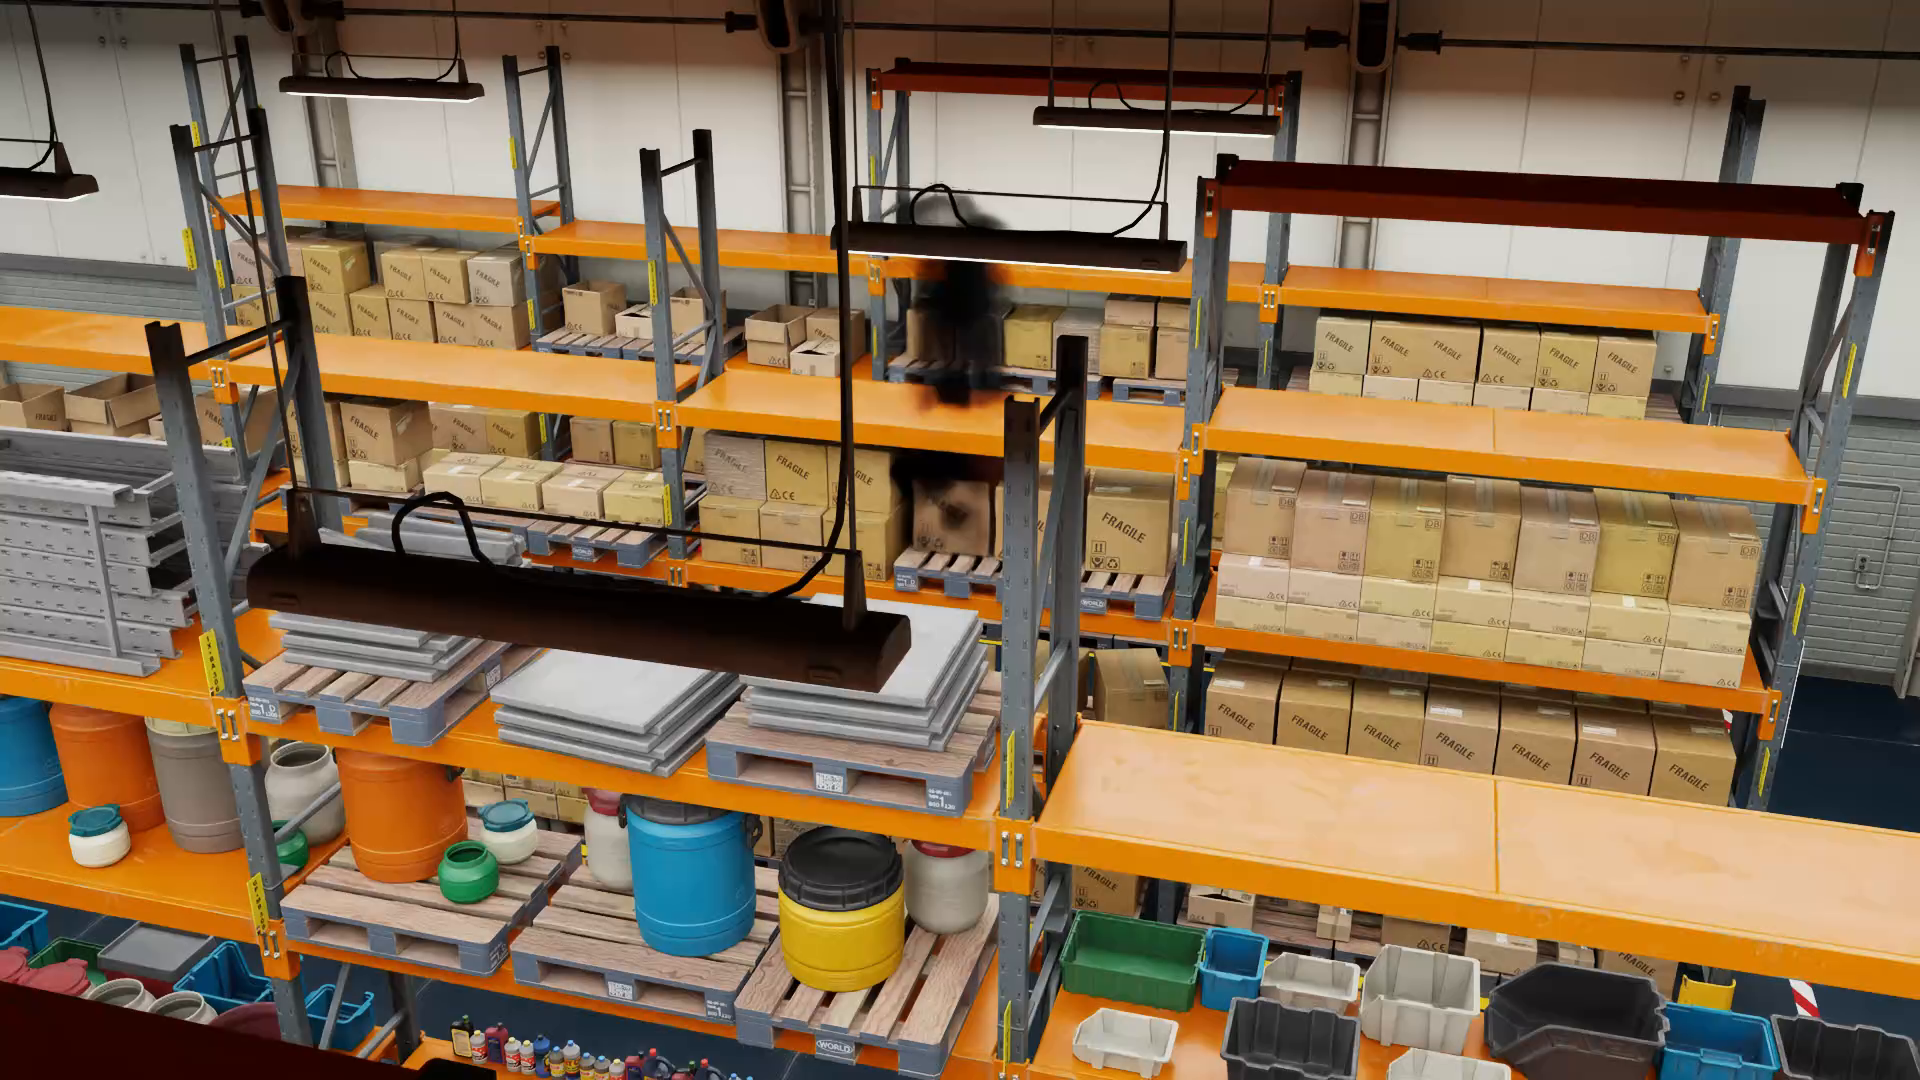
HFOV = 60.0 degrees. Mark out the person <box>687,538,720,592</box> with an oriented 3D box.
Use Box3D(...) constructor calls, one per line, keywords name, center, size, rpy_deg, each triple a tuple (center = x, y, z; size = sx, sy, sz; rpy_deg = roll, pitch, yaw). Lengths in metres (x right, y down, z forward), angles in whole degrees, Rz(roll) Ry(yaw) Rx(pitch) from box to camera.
Box3D(name="person", center=(-2.549, 0.801, 16.560), size=(0.776, 1.841, 0.632), rpy_deg=(3, 23, 8))
